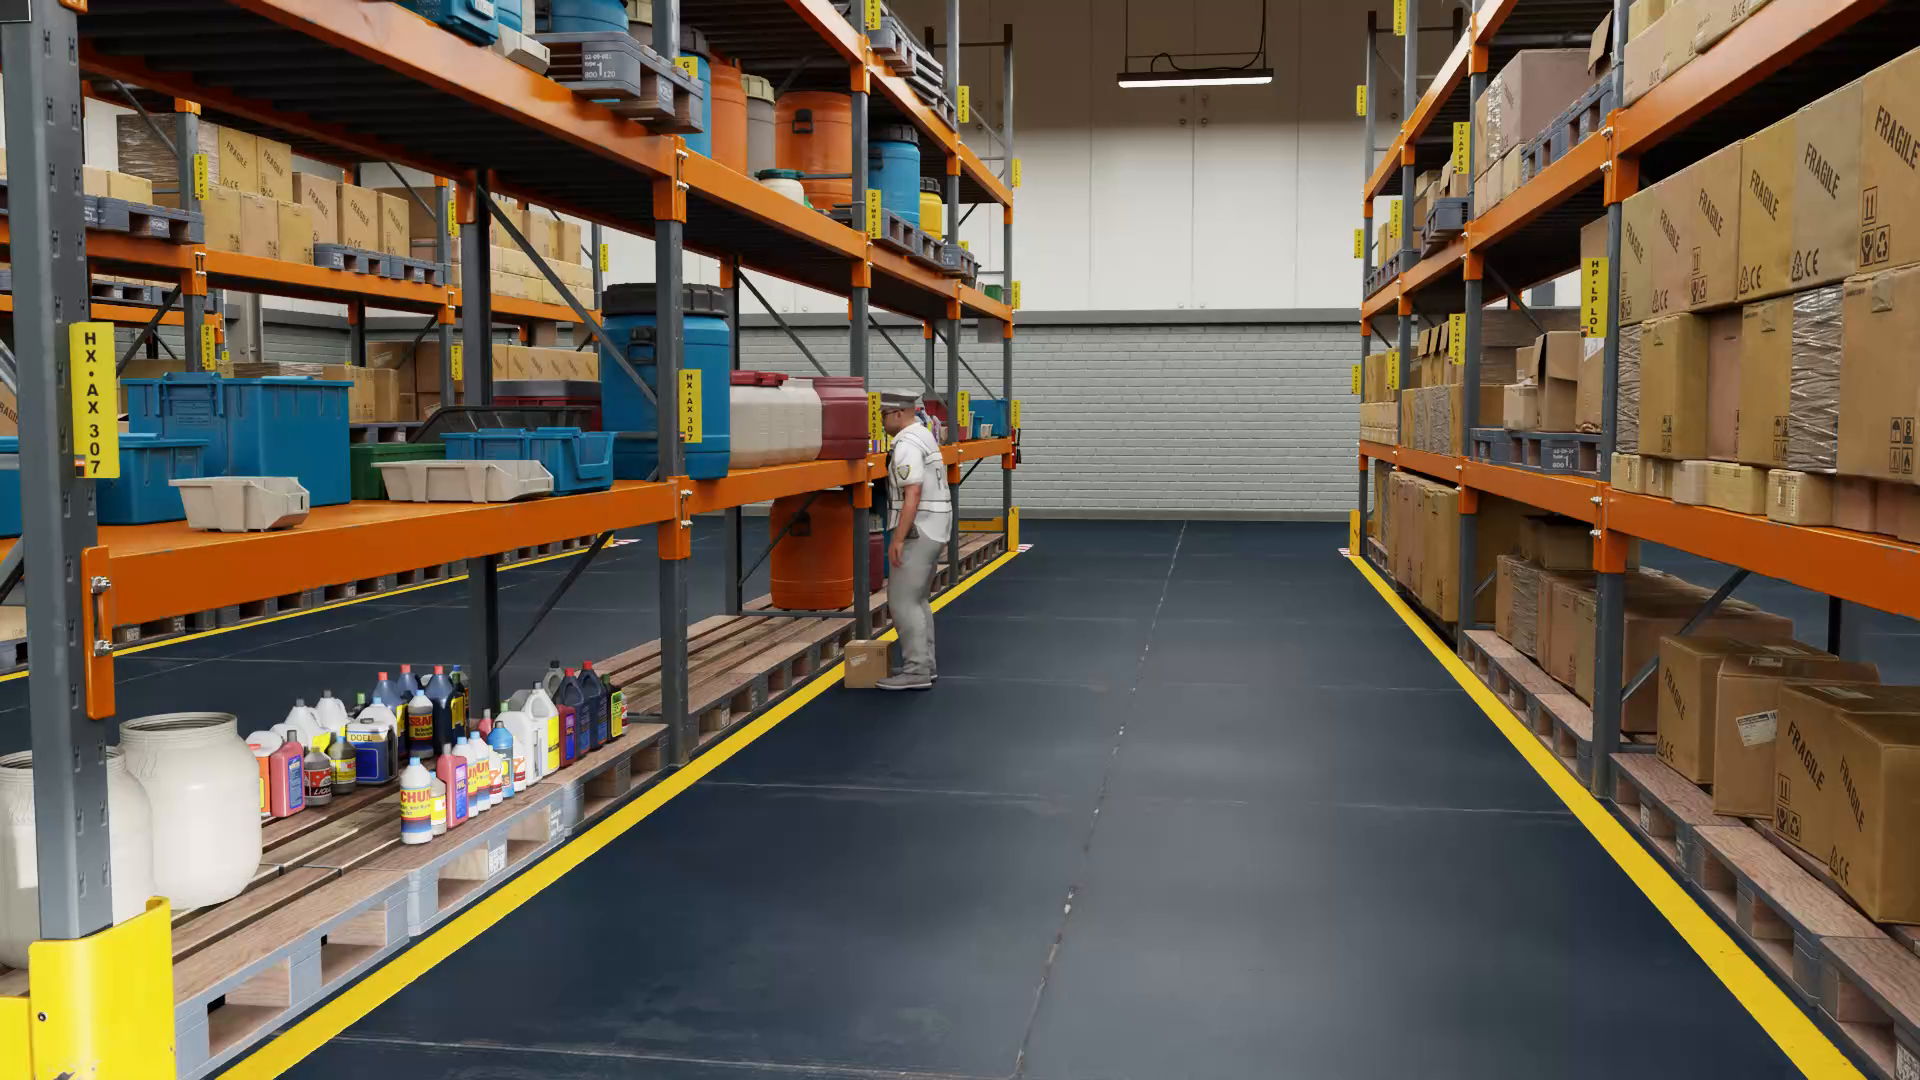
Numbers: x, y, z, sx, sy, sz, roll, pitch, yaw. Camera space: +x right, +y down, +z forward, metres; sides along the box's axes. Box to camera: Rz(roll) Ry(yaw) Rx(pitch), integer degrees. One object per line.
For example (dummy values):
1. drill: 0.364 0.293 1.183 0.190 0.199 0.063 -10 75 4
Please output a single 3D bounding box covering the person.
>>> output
1. person: -0.268 -0.013 9.753 0.432 1.748 0.585 1 4 8
